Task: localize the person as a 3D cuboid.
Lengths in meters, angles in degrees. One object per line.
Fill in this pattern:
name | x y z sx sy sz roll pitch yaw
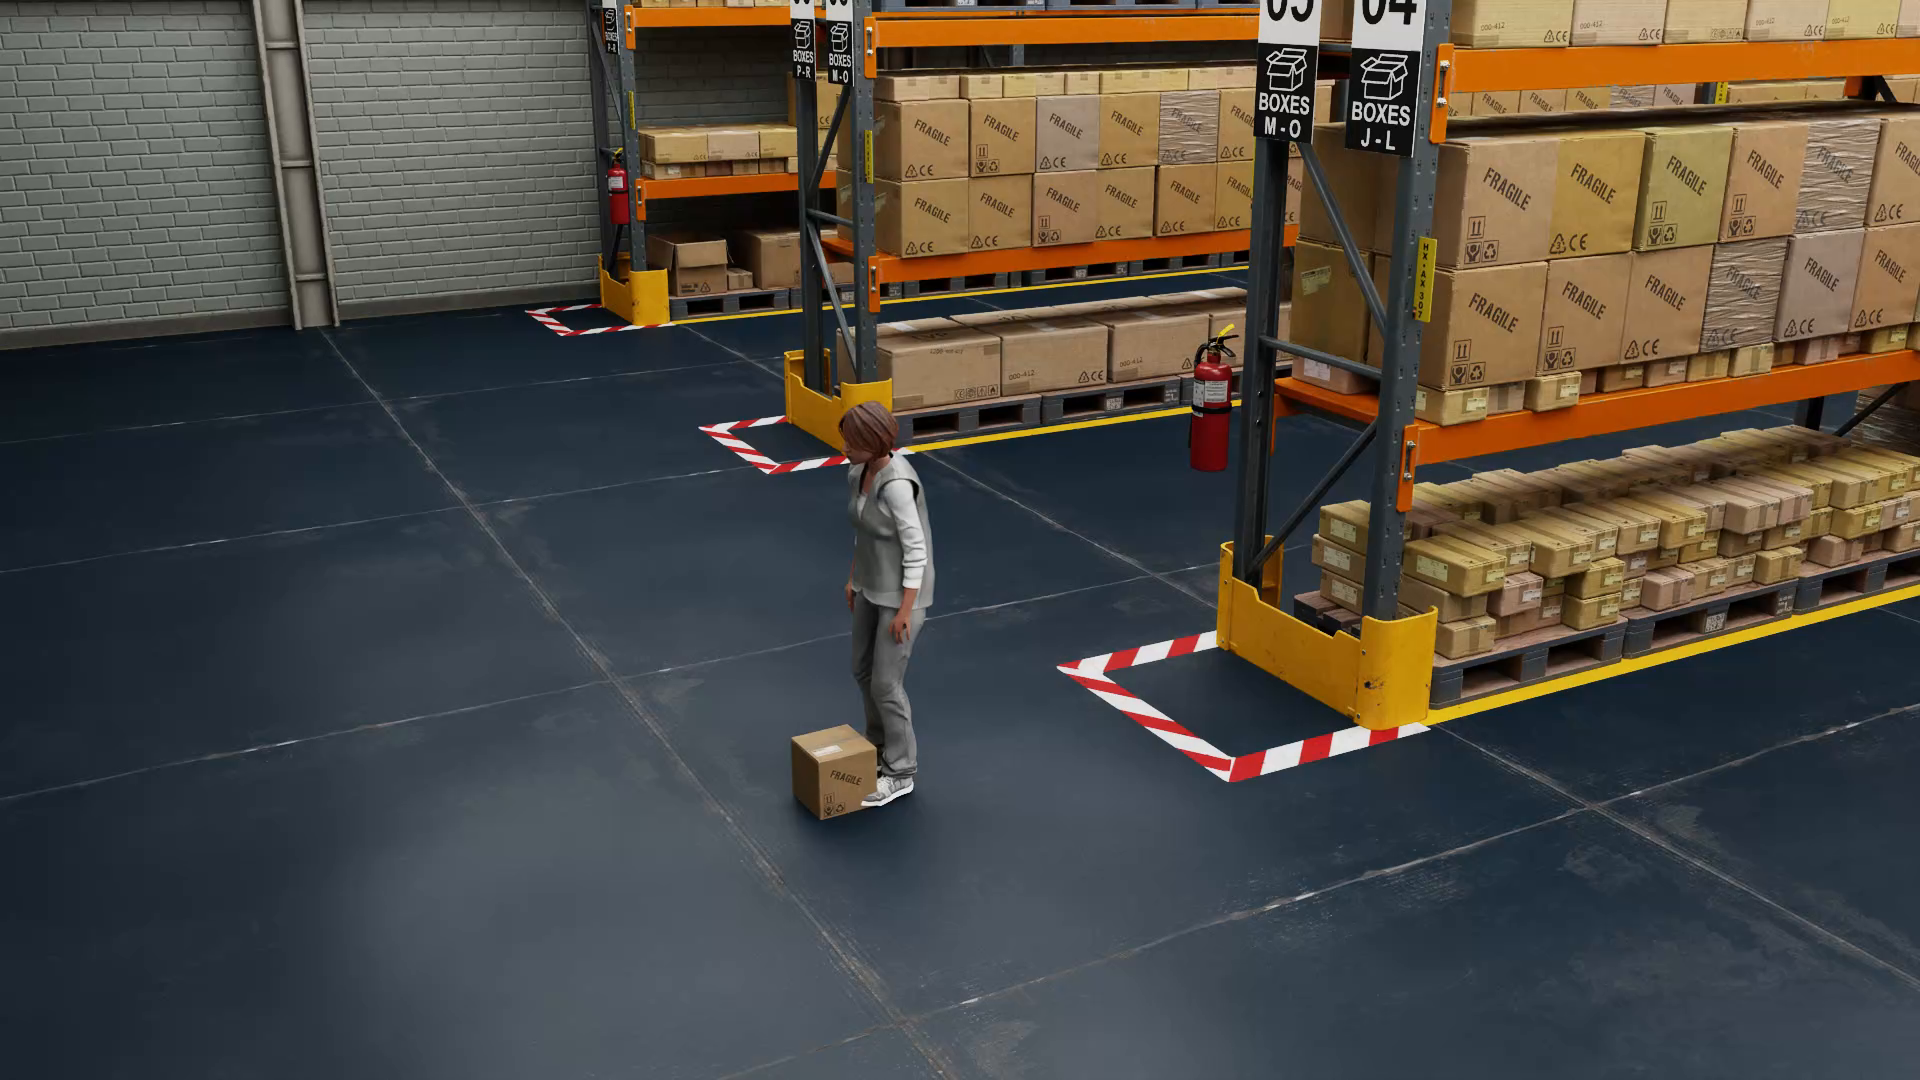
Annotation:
person | -0.298 0.233 6.391 0.366 1.593 0.472 -10 21 -28
